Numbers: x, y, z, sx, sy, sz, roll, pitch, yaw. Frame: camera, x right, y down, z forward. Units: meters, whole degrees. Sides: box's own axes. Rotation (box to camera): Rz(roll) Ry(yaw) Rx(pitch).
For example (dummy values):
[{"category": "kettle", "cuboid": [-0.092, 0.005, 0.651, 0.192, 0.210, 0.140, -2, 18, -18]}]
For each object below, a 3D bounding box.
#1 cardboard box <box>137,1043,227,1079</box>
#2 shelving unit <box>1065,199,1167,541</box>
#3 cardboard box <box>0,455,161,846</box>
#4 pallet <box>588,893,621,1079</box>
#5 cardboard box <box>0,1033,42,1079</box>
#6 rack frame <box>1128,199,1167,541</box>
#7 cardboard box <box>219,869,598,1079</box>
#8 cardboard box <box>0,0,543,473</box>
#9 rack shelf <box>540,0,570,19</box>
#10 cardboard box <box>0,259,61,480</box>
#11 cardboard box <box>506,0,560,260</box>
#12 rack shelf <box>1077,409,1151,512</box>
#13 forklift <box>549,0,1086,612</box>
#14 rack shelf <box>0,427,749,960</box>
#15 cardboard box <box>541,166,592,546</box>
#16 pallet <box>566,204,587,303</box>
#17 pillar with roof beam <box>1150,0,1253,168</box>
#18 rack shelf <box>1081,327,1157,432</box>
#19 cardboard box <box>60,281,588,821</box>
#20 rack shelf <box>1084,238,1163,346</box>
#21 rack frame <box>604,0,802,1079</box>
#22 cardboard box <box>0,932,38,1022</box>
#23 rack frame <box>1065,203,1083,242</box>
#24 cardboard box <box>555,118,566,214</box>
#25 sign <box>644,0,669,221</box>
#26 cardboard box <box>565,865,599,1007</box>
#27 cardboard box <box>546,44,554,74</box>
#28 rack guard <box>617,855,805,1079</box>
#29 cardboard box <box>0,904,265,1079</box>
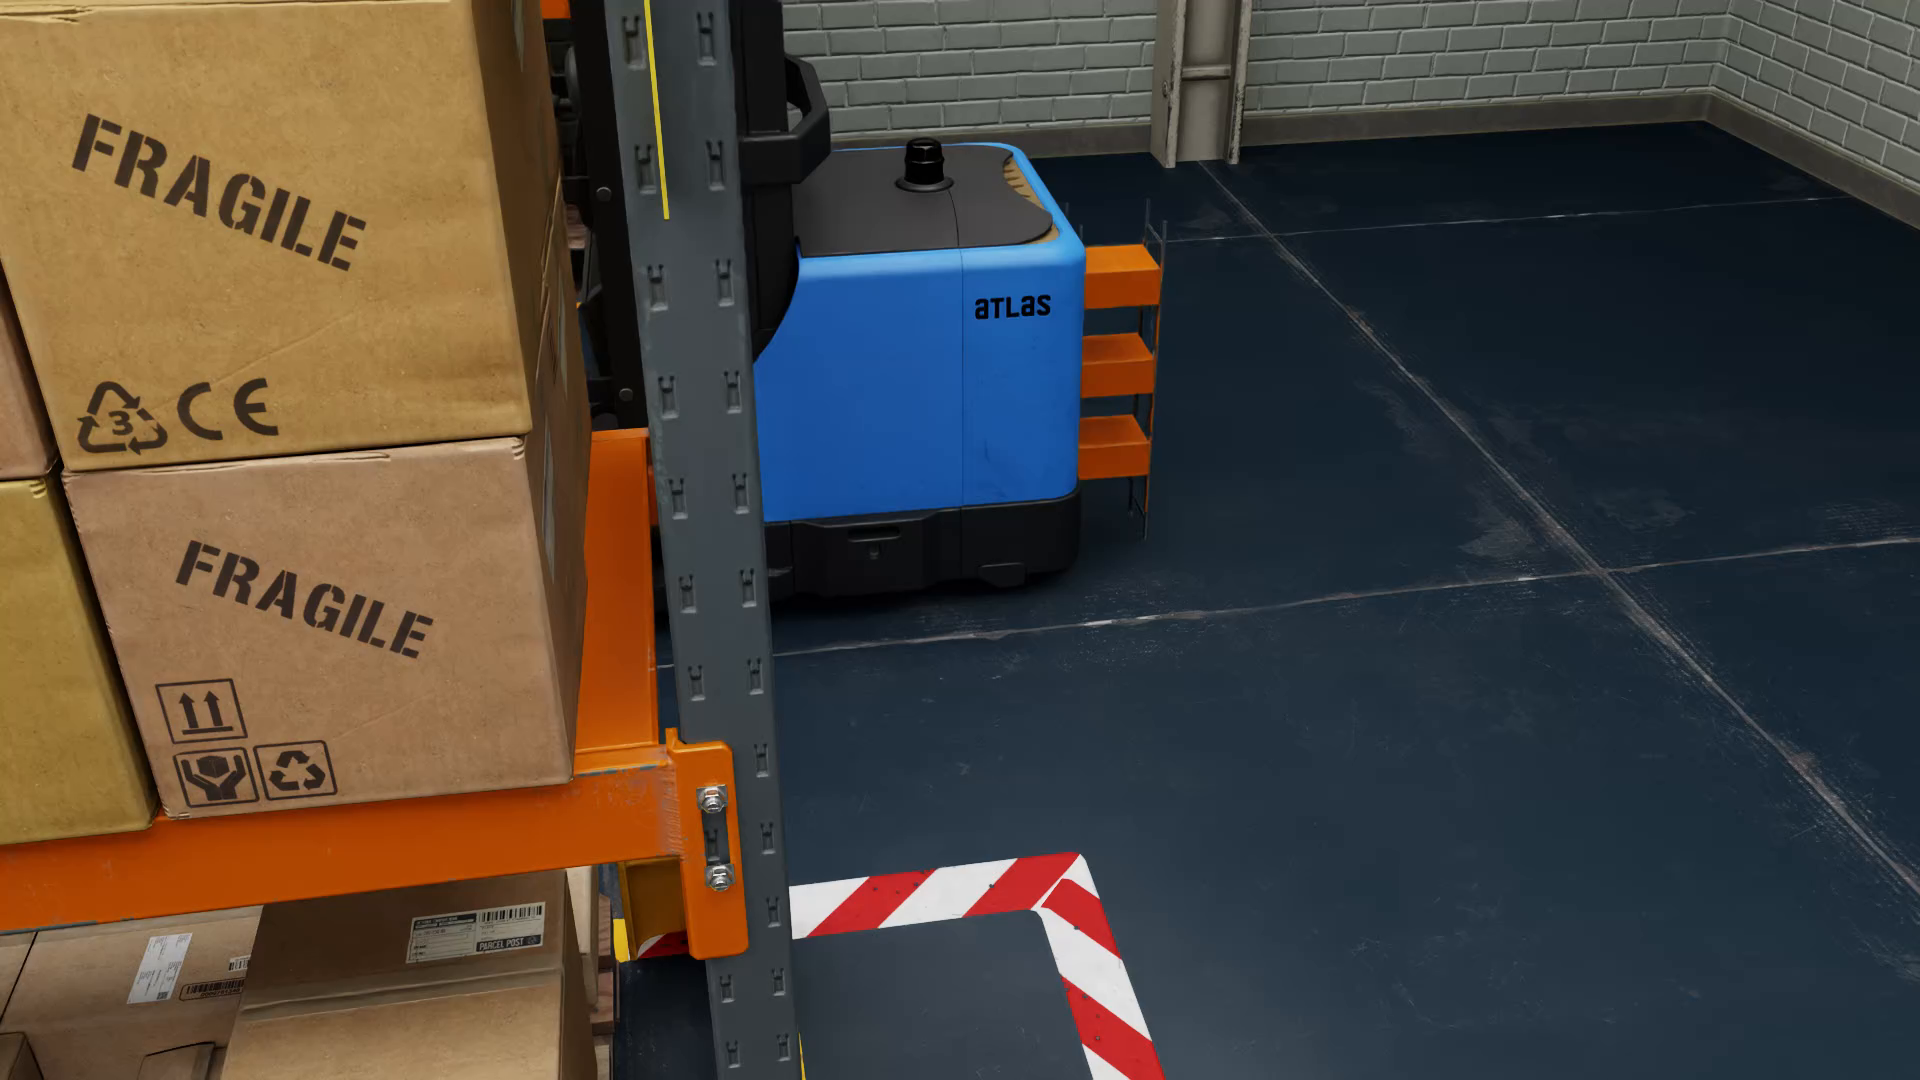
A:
[{"category": "cardboard box", "cuboid": [-1.297, 1.059, 2.851, 0.250, 0.166, 0.380, -5, 31, -9]}, {"category": "shelving unit", "cuboid": [0.447, -0.490, 5.047, 0.252, 1.050, 0.215, -5, 31, -8]}, {"category": "cardboard box", "cuboid": [-1.293, 0.045, 2.115, 0.500, 0.500, 0.500, -5, 31, -8]}, {"category": "pallet", "cuboid": [-1.250, 1.145, 3.094, 1.213, 0.211, 1.003, -5, 31, -9]}, {"category": "cardboard box", "cuboid": [-1.822, 1.103, 2.694, 0.500, 0.250, 0.500, -5, 31, -9]}, {"category": "rack frame", "cuboid": [0.567, -0.500, 5.064, 0.008, 1.050, 0.200, -5, 31, -8]}, {"category": "cardboard box", "cuboid": [-0.882, 0.923, 2.753, 0.500, 0.500, 0.500, -5, 31, -9]}, {"category": "cardboard box", "cuboid": [-0.780, -0.433, 1.943, 0.500, 0.500, 0.500, -6, 31, -9]}, {"category": "rack shelf", "cuboid": [-3.255, -2.114, 6.595, 4.000, 0.370, 1.077, -5, 31, -9]}, {"category": "cardboard box", "cuboid": [-1.277, -0.387, 1.864, 0.500, 0.500, 0.500, -4, 31, -8]}, {"category": "cardboard box", "cuboid": [-0.876, -0.702, 2.400, 0.500, 0.500, 0.500, -4, 31, -7]}, {"category": "rack shelf", "cuboid": [0.447, -0.241, 5.193, 0.240, 0.259, 0.215, -5, 31, -8]}, {"category": "forklift", "cuboid": [-1.205, -1.254, 4.490, 3.031, 2.935, 1.130, -5, 31, -8]}, {"category": "rack shelf", "cuboid": [-2.359, 0.356, 2.396, 4.000, 0.370, 1.077, -5, 31, -9]}, {"category": "cardboard box", "cuboid": [-0.876, -0.271, 2.653, 0.500, 0.500, 0.500, -5, 31, -8]}, {"category": "pallet", "cuboid": [-2.060, -1.292, 7.240, 1.213, 0.211, 1.003, -5, 31, -9]}, {"category": "pillar with roof beam", "cuboid": [1.988, -3.724, 2.705, 0.400, 9.000, 9.100, -5, 31, -9]}, {"category": "rack shelf", "cuboid": [0.447, -0.480, 5.052, 0.240, 0.259, 0.215, -5, 31, -8]}, {"category": "cardboard box", "cuboid": [-0.783, -0.004, 2.198, 0.500, 0.500, 0.500, -4, 31, -7]}, {"category": "rack shelf", "cuboid": [0.447, -0.725, 4.908, 0.240, 0.259, 0.215, -5, 31, -8]}, {"category": "rack frame", "cuboid": [-0.392, -0.137, 2.524, 0.127, 3.000, 1.000, -5, 31, -9]}, {"category": "cardboard box", "cuboid": [-1.961, 0.858, 3.110, 0.500, 0.250, 0.500, -5, 31, -9]}, {"category": "rack frame", "cuboid": [0.326, -0.479, 5.030, 0.008, 1.050, 0.200, -5, 31, -8]}, {"category": "cardboard box", "cuboid": [-1.958, -1.596, 7.057, 0.500, 0.500, 0.700, -5, 31, -9]}, {"category": "sign", "cuboid": [-0.311, -0.494, 1.677, 0.005, 0.325, 0.100, -5, 31, -9]}, {"category": "cardboard box", "cuboid": [-0.865, 0.769, 3.361, 0.250, 0.149, 0.380, -5, 31, -9]}, {"category": "cardboard box", "cuboid": [-1.871, -1.987, 7.082, 0.250, 0.149, 0.380, -5, 31, -9]}, {"category": "rack guard", "cuboid": [-0.466, 0.947, 3.146, 0.348, 0.500, 1.175, -5, 31, -9]}, {"category": "cardboard box", "cuboid": [-1.469, 0.812, 3.188, 0.500, 0.250, 0.500, -5, 31, -9]}]
